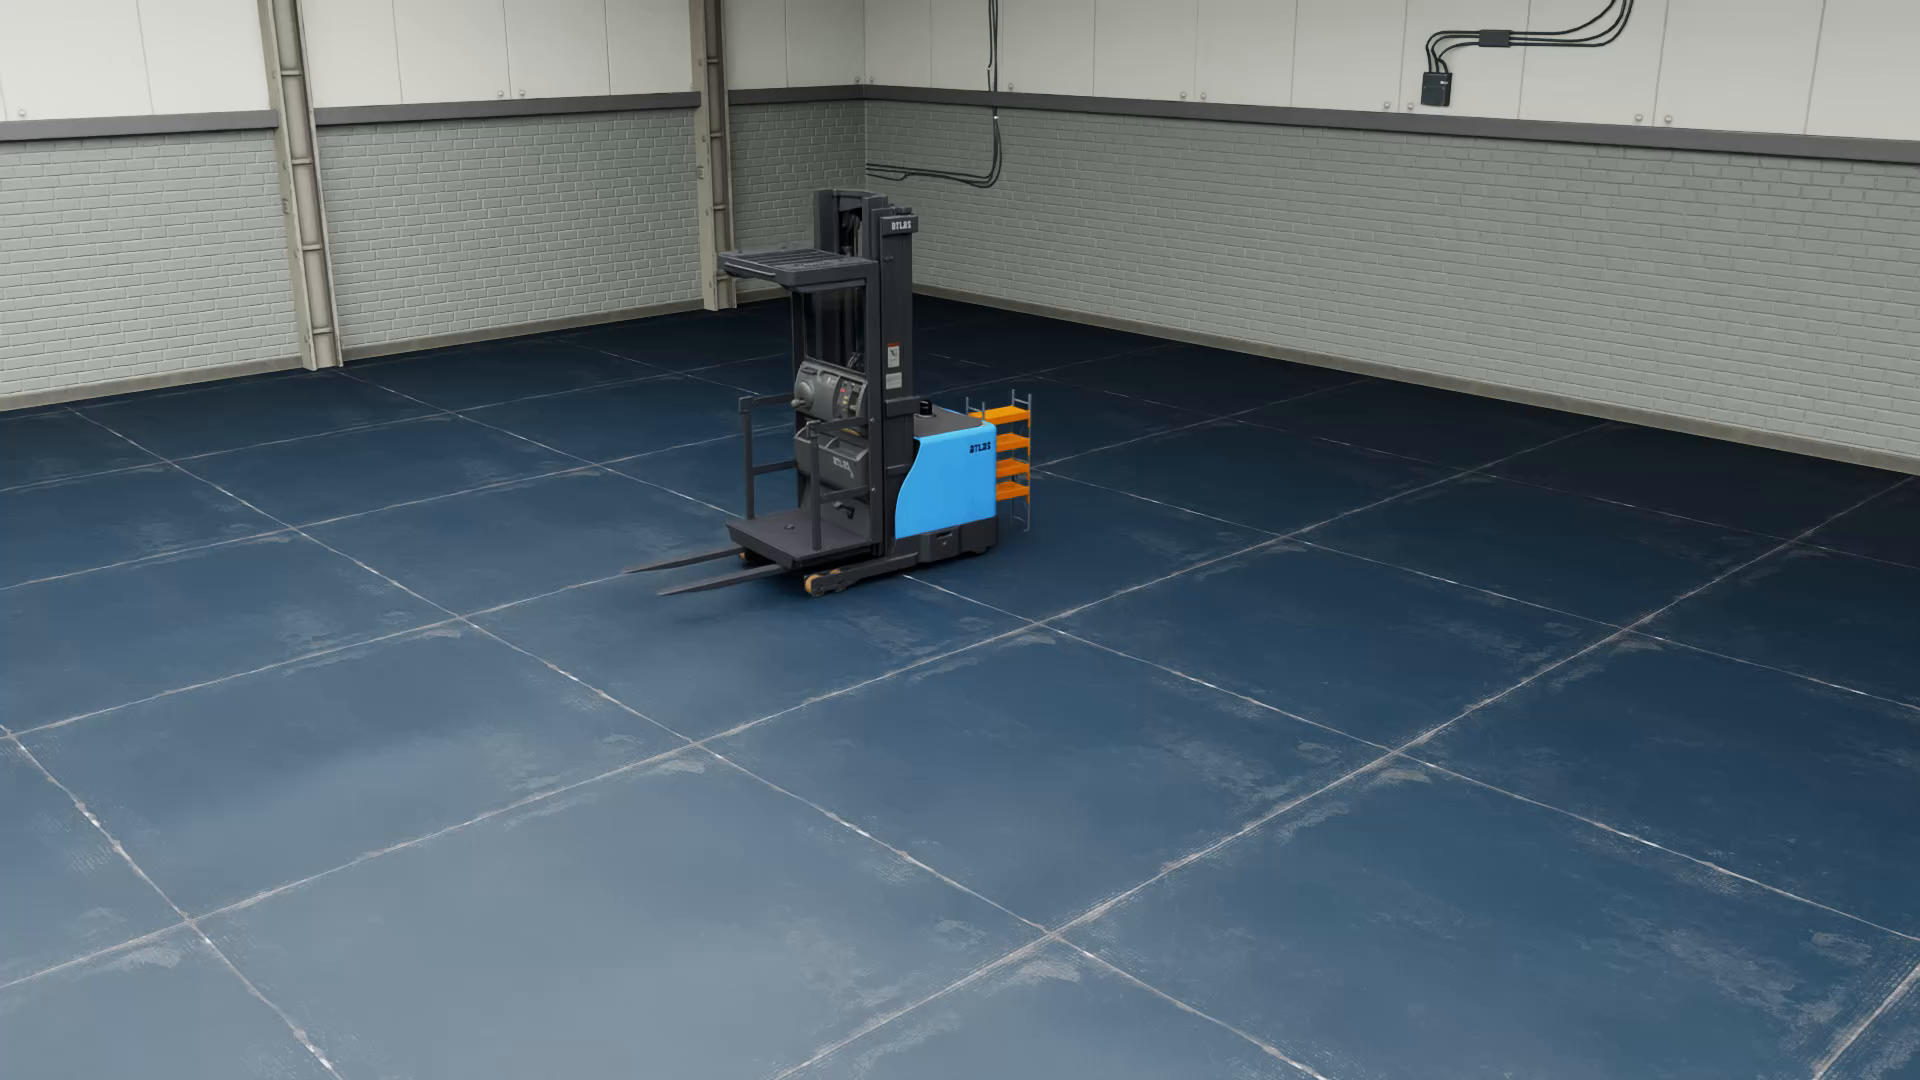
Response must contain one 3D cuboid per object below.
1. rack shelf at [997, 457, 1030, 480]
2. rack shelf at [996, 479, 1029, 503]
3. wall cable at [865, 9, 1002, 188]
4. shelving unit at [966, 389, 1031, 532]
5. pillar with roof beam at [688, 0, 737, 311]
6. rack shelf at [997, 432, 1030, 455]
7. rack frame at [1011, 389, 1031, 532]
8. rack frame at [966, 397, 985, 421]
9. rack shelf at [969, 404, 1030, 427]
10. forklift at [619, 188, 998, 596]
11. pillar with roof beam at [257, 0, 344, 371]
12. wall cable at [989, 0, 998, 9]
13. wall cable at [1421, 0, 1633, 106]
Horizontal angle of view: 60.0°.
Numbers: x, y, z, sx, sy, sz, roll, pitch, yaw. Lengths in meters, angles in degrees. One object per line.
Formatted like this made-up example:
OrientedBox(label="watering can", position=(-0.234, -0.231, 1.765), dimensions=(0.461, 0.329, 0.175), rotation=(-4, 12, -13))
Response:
OrientedBox(label="rack shelf", position=(0.321, -0.564, 13.996), dimensions=(0.480, 0.148, 0.258), rotation=(-13, 22, -35))
OrientedBox(label="rack shelf", position=(0.321, -0.375, 14.057), dimensions=(0.480, 0.148, 0.258), rotation=(-13, 22, -35))
OrientedBox(label="wall cable", position=(-0.493, -6.556, 24.651), dimensions=(0.112, 2.526, 3.097), rotation=(-16, 24, -41))
OrientedBox(label="shelving unit", position=(0.321, -0.628, 13.975), dimensions=(0.503, 1.200, 0.258), rotation=(-13, 22, -35))
OrientedBox(label="pillar with roof beam", position=(-0.585, -6.741, 20.185), dimensions=(0.400, 9.000, 9.100), rotation=(-16, 24, -41))
OrientedBox(label="rack shelf", position=(0.321, -0.776, 13.927), dimensions=(0.480, 0.148, 0.258), rotation=(-13, 22, -35))
OrientedBox(label="rack frame", position=(0.515, -0.673, 14.115), dimensions=(0.015, 1.200, 0.240), rotation=(-13, 22, -35))
OrientedBox(label="rack frame", position=(0.126, -0.582, 13.835), dimensions=(0.015, 1.200, 0.240), rotation=(-13, 22, -35))
OrientedBox(label="rack shelf", position=(0.321, -1.001, 13.854), dimensions=(0.480, 0.148, 0.258), rotation=(-13, 22, -35))
OrientedBox(label="forklift", position=(-1.170, -1.149, 12.776), dimensions=(3.031, 2.935, 1.130), rotation=(-13, 22, -35))
OrientedBox(label="pillar with roof beam", position=(-4.944, -5.469, 16.263), dimensions=(0.400, 9.000, 9.100), rotation=(-16, 24, -41))
OrientedBox(label="wall cable", position=(1.365, -8.353, 22.002), dimensions=(0.112, 2.526, 3.097), rotation=(-16, 24, -41))
OrientedBox(label="wall cable", position=(6.018, -7.520, 17.075), dimensions=(0.169, 6.003, 2.305), rotation=(-16, 24, -41))
